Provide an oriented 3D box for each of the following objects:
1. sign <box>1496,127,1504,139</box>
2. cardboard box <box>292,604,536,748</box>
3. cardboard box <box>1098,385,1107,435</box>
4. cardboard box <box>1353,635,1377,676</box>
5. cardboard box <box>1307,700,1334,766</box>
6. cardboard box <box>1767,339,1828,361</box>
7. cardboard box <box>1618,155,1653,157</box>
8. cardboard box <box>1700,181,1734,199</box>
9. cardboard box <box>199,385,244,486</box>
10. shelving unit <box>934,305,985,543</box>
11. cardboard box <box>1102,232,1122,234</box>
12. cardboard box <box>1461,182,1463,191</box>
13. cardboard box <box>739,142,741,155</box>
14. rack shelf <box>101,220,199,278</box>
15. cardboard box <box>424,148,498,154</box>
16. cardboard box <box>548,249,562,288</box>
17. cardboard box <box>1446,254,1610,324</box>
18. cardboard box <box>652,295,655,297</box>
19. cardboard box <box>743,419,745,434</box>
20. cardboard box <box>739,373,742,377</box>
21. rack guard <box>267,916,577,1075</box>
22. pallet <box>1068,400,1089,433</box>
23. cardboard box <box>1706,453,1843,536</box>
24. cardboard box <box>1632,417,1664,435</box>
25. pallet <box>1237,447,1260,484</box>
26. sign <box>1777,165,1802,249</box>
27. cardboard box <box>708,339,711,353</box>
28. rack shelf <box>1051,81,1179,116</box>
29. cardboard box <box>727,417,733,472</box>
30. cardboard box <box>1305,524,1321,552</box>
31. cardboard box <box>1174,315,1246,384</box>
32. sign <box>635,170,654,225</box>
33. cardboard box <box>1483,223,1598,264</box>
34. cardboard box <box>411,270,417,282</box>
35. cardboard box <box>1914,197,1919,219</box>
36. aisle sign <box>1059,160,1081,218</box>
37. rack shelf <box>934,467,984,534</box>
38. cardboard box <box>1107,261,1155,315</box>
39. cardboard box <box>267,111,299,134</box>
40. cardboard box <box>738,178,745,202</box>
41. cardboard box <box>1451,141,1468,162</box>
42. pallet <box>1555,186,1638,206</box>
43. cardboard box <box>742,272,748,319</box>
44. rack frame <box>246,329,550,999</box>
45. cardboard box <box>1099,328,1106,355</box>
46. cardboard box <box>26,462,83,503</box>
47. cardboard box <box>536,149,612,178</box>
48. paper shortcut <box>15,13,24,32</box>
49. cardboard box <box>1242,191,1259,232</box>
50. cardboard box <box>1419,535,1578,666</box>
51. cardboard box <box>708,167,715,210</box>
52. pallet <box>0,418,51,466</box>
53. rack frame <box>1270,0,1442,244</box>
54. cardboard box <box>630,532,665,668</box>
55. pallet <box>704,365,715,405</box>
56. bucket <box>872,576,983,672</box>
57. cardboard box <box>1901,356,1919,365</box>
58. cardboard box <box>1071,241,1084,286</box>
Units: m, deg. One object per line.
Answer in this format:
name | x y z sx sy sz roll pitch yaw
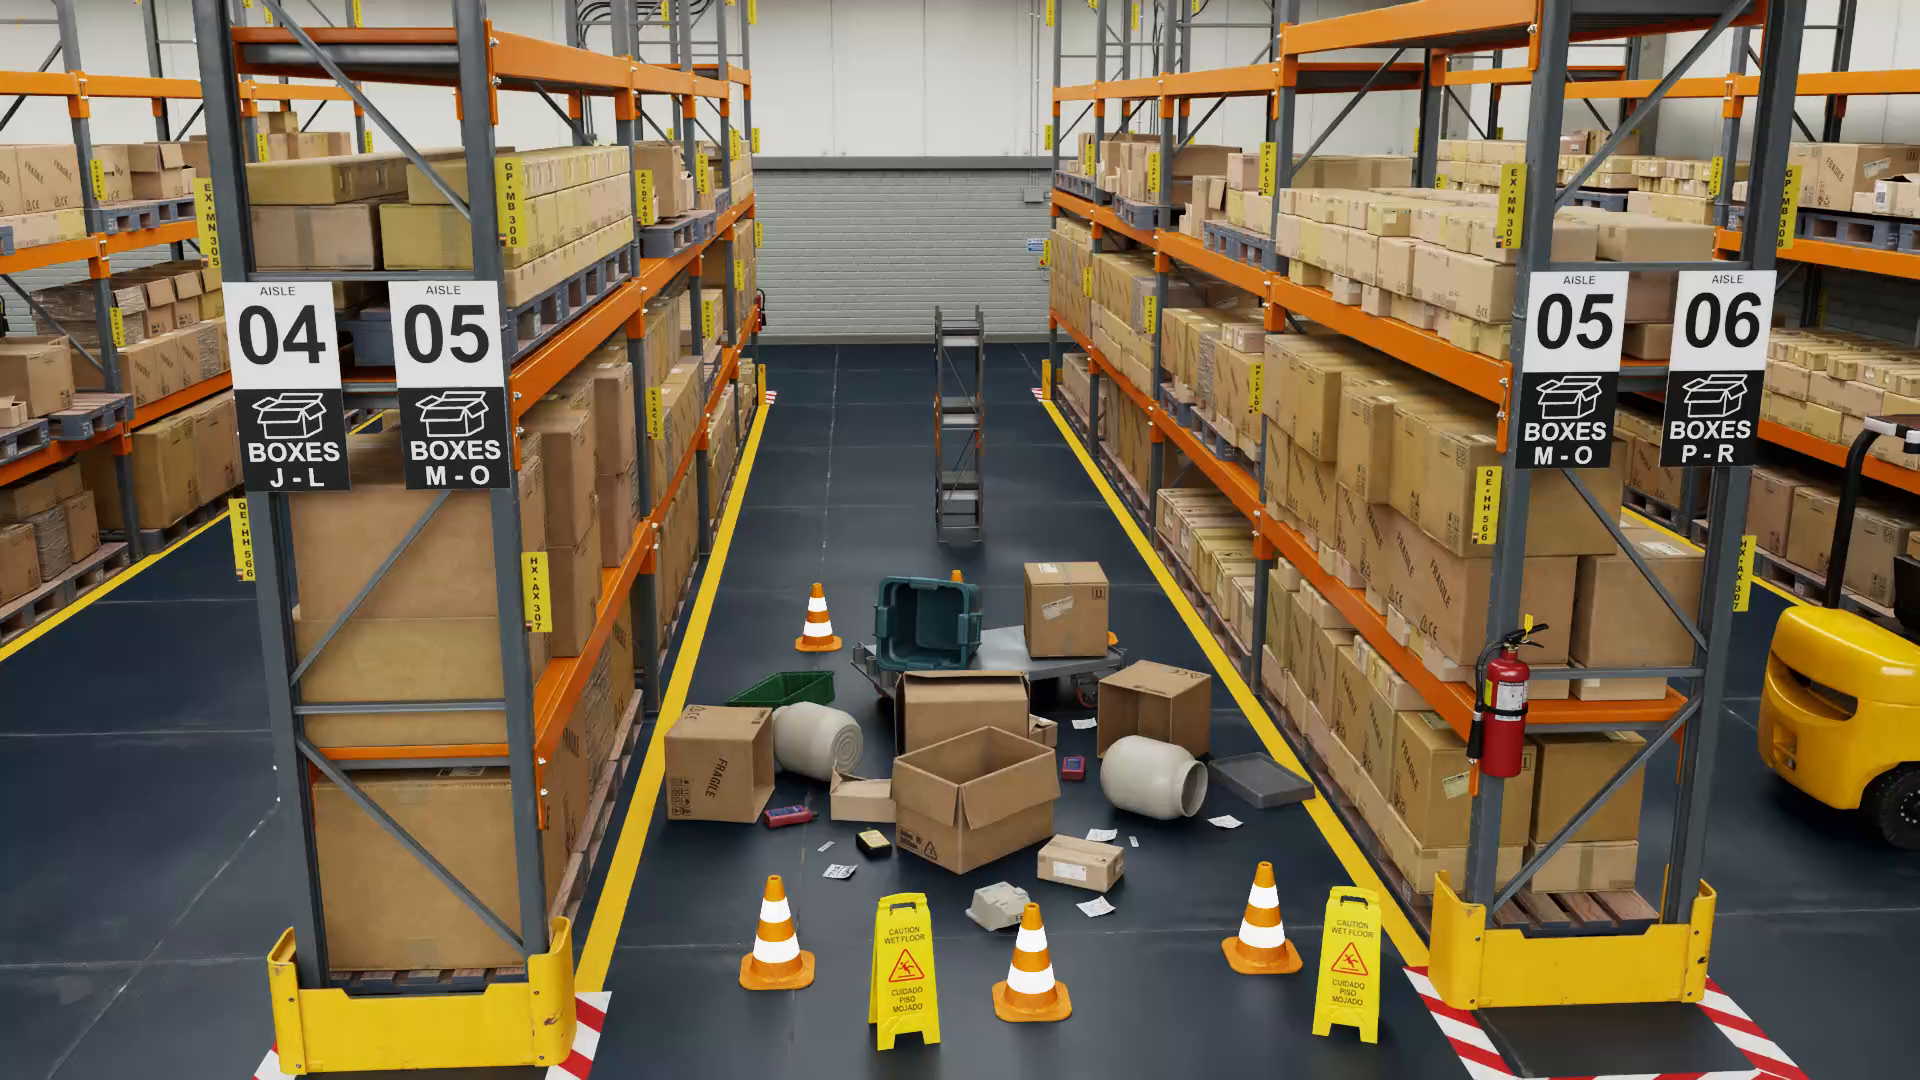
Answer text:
sign | 7.234 -5.373 22.316 0.100 0.325 0.005 -1 14 -3
cardboard box | -2.286 0.506 6.962 0.875 0.550 0.550 -1 14 -3
cardboard box | 2.041 -1.536 19.499 0.875 0.438 0.875 -1 14 -4
cardboard box | 2.290 0.606 8.743 0.380 0.149 0.250 0 14 -1
cardboard box | 2.315 1.118 9.562 0.500 0.250 0.500 -1 14 -4
cardboard box | 6.989 -1.582 13.878 0.380 0.149 0.250 -1 14 -3
cardboard box | 7.131 -3.957 17.452 0.380 0.149 0.250 0 14 -2
cardboard box | 6.912 -3.156 14.977 0.380 0.149 0.250 -1 14 -2
cardboard box | -7.802 -1.056 16.756 1.225 0.875 0.875 -1 14 -5
shelving unit | -0.010 -1.058 15.148 0.431 2.100 0.503 -1 14 -3
cardboard box | 1.723 -3.464 19.182 0.380 0.149 0.250 -1 14 -3
cardboard box | 6.521 -4.418 20.886 0.380 0.149 0.250 -1 14 -4
cardboard box | -2.848 -4.727 20.080 0.380 0.149 0.250 -1 14 -2
rack shelf | -7.794 -2.870 15.807 1.077 0.370 4.000 -1 14 -3
cardboard box | -2.750 -2.071 9.121 0.380 0.149 0.250 -1 14 -4
cardboard box | -1.967 -1.191 7.302 0.380 0.149 0.250 -1 14 -3
cardboard box | 2.416 -1.078 7.106 0.500 0.250 0.500 -1 14 -4
cardboard box | -3.359 -2.446 17.204 0.380 0.149 0.250 -1 14 -3
cardboard box | -2.680 -1.298 19.155 0.380 0.149 0.250 0 14 -2
cardboard box | -2.892 -1.968 20.562 0.380 0.149 0.250 -1 14 -5
rack guard | -2.216 1.887 6.913 1.175 0.500 0.348 -1 14 -3
pallet | 1.925 -1.560 20.888 1.003 0.211 1.213 -1 14 -3
cardboard box | 7.200 -0.396 14.694 0.875 0.625 0.625 0 14 -2
cardboard box | 6.900 -1.124 16.471 0.380 0.149 0.250 0 14 -2
pallet | 2.566 -0.525 11.657 1.003 0.211 1.213 -1 14 -3
sign | 3.258 -1.316 6.570 0.100 0.325 0.005 -1 14 -3
cardboard box | -2.639 -1.910 16.314 0.380 0.149 0.250 -1 14 -5
rack shelf | 1.849 -5.276 19.944 1.077 0.370 4.000 -1 14 -3
cardboard box | -2.633 -0.999 17.287 0.500 0.500 0.500 -1 14 -5
cardboard box | 2.263 -0.031 9.856 0.380 0.149 0.250 0 14 -2
cardboard box | 2.057 -1.572 13.698 0.500 0.500 0.500 0 14 -1
sign | -1.912 -2.075 10.078 0.100 0.325 0.005 -1 14 -3
cardboard box | 2.401 -1.228 6.887 0.380 0.149 0.250 -1 14 -3
cardboard box | -2.640 -1.243 7.503 0.380 0.149 0.250 -1 14 -4
cardboard box | 7.051 -2.355 11.825 0.380 0.149 0.250 -1 14 -4
aisle sign | 1.431 -4.683 22.213 0.394 0.787 0.004 -1 14 -3
rack shelf | -0.010 -0.367 15.326 0.431 0.518 0.480 -1 14 -3
cardboard box | 1.801 -2.584 17.064 0.500 0.500 0.500 -1 14 -5
cardboard box | -8.051 -4.871 19.393 0.500 0.250 0.500 -1 14 -5
cardboard box | -2.779 -4.068 19.321 0.500 0.250 0.500 0 14 -1
cardboard box | 6.513 -4.888 20.911 0.500 0.250 0.500 -1 14 -4
pallet | 6.897 -3.692 17.935 1.213 0.211 1.003 -1 14 -3
cardboard box | -2.774 -2.882 19.635 0.500 0.500 0.500 -1 14 -5
rack frame | -2.218 0.670 6.625 1.000 3.000 0.127 -1 14 -3
cardboard box | 1.770 -2.101 17.696 0.500 0.250 0.500 -1 14 -5
cardboard box | -7.599 -0.467 13.675 0.500 0.250 0.500 0 14 -1
cardboard box | -2.079 -2.020 8.922 0.380 0.149 0.250 -1 14 -2
paper shortcut | -8.276 -4.561 14.638 0.009 0.170 0.078 9 -17 -6
cardboard box | 2.261 -2.278 11.524 0.500 0.250 0.500 -1 14 -3
cardboard box | 2.408 0.246 7.478 0.500 0.500 0.500 -1 14 -4
cardboard box | -2.558 -3.215 15.505 0.500 0.500 0.500 -1 14 -3
pallet | -7.507 -0.683 12.271 1.003 0.211 1.213 -1 14 -3
rack frame | 2.469 -3.331 10.139 1.000 3.000 0.127 -1 14 -3
cardboard box | -2.594 0.409 11.314 1.050 0.750 0.750 -1 14 -4
pallet | -2.864 -1.402 15.064 1.213 0.211 1.003 -1 14 -3
bucket | -0.156 0.523 10.717 0.726 0.611 0.620 4 5 16
cardboard box | 7.567 -1.337 12.923 0.380 0.149 0.250 -1 14 -3
cardboard box | 1.604 -3.314 19.904 0.500 0.500 0.500 -1 14 -3
